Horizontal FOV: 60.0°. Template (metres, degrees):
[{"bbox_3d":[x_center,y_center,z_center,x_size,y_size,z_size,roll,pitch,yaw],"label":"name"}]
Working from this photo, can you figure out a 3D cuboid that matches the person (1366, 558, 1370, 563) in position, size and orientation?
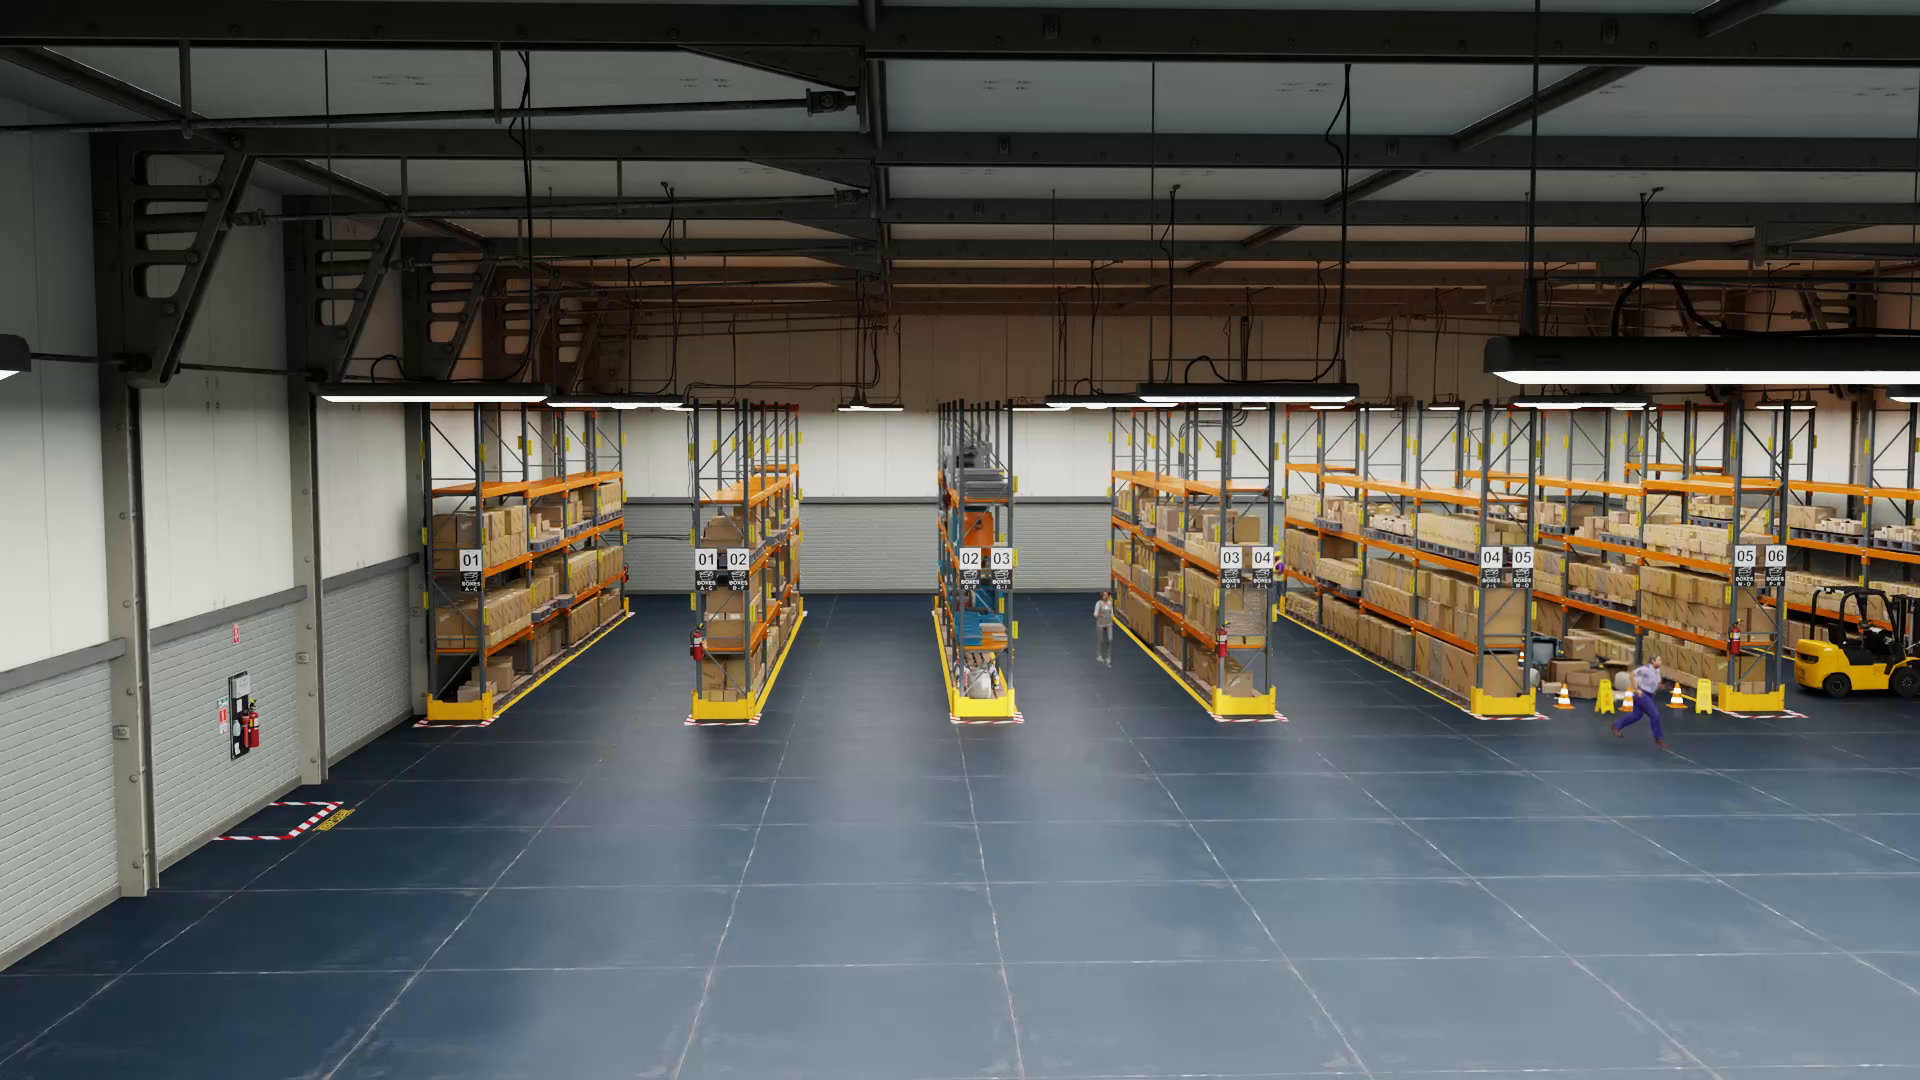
[{"bbox_3d":[11.425,1.344,46.693,0.644,1.672,0.610,-1,4,-15],"label":"person"}]

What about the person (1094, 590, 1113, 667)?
[{"bbox_3d":[3.144,1.914,36.154,0.490,1.673,0.699,-1,4,-12],"label":"person"}]

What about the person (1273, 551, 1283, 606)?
[{"bbox_3d":[9.402,1.182,49.050,0.651,1.749,0.830,-1,4,-10],"label":"person"}]

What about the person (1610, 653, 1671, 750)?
[{"bbox_3d":[11.736,2.750,28.647,1.052,1.655,0.608,4,6,39],"label":"person"}]
